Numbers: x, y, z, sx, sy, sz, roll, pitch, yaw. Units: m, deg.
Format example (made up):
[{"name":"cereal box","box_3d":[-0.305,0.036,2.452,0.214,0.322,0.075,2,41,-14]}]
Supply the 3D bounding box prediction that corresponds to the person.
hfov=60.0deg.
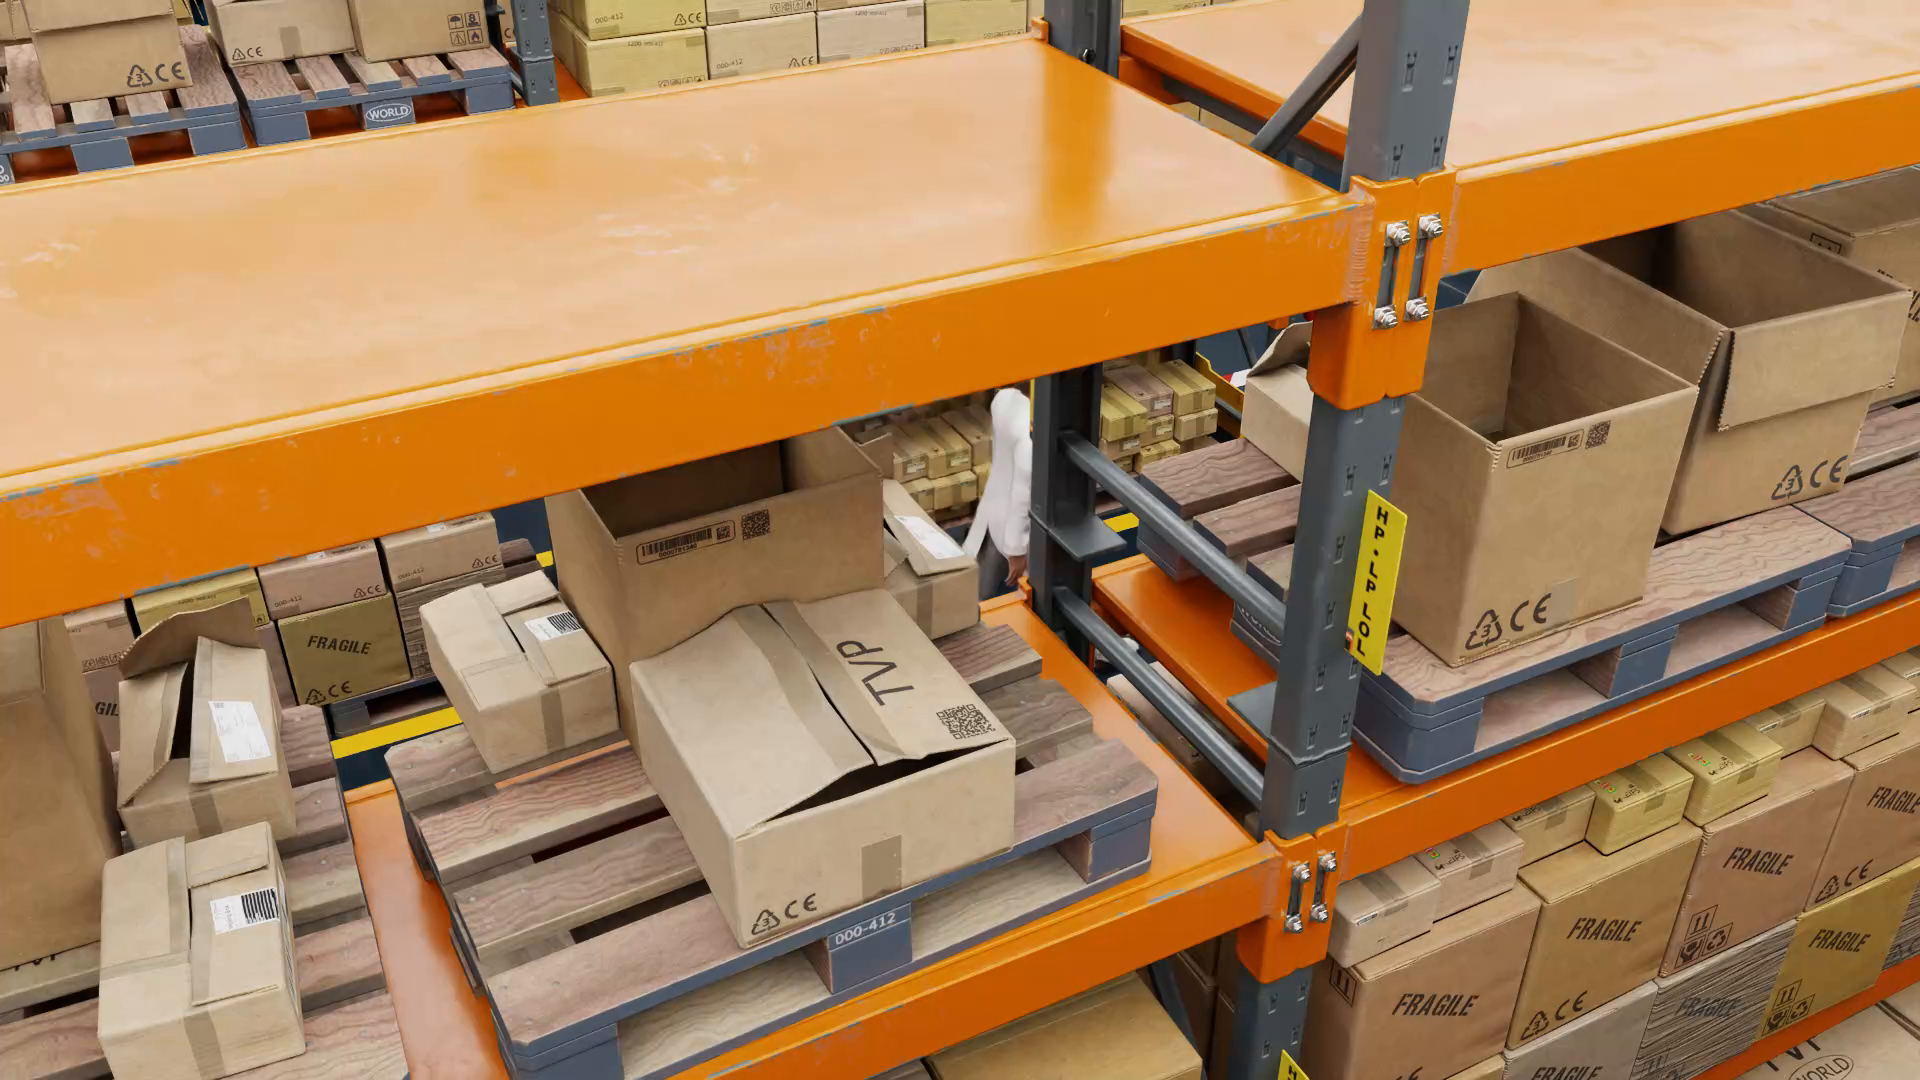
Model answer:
[{"name":"person","box_3d":[0.325,-0.112,7.790,1.077,1.716,0.609,-15,35,-22]}]
